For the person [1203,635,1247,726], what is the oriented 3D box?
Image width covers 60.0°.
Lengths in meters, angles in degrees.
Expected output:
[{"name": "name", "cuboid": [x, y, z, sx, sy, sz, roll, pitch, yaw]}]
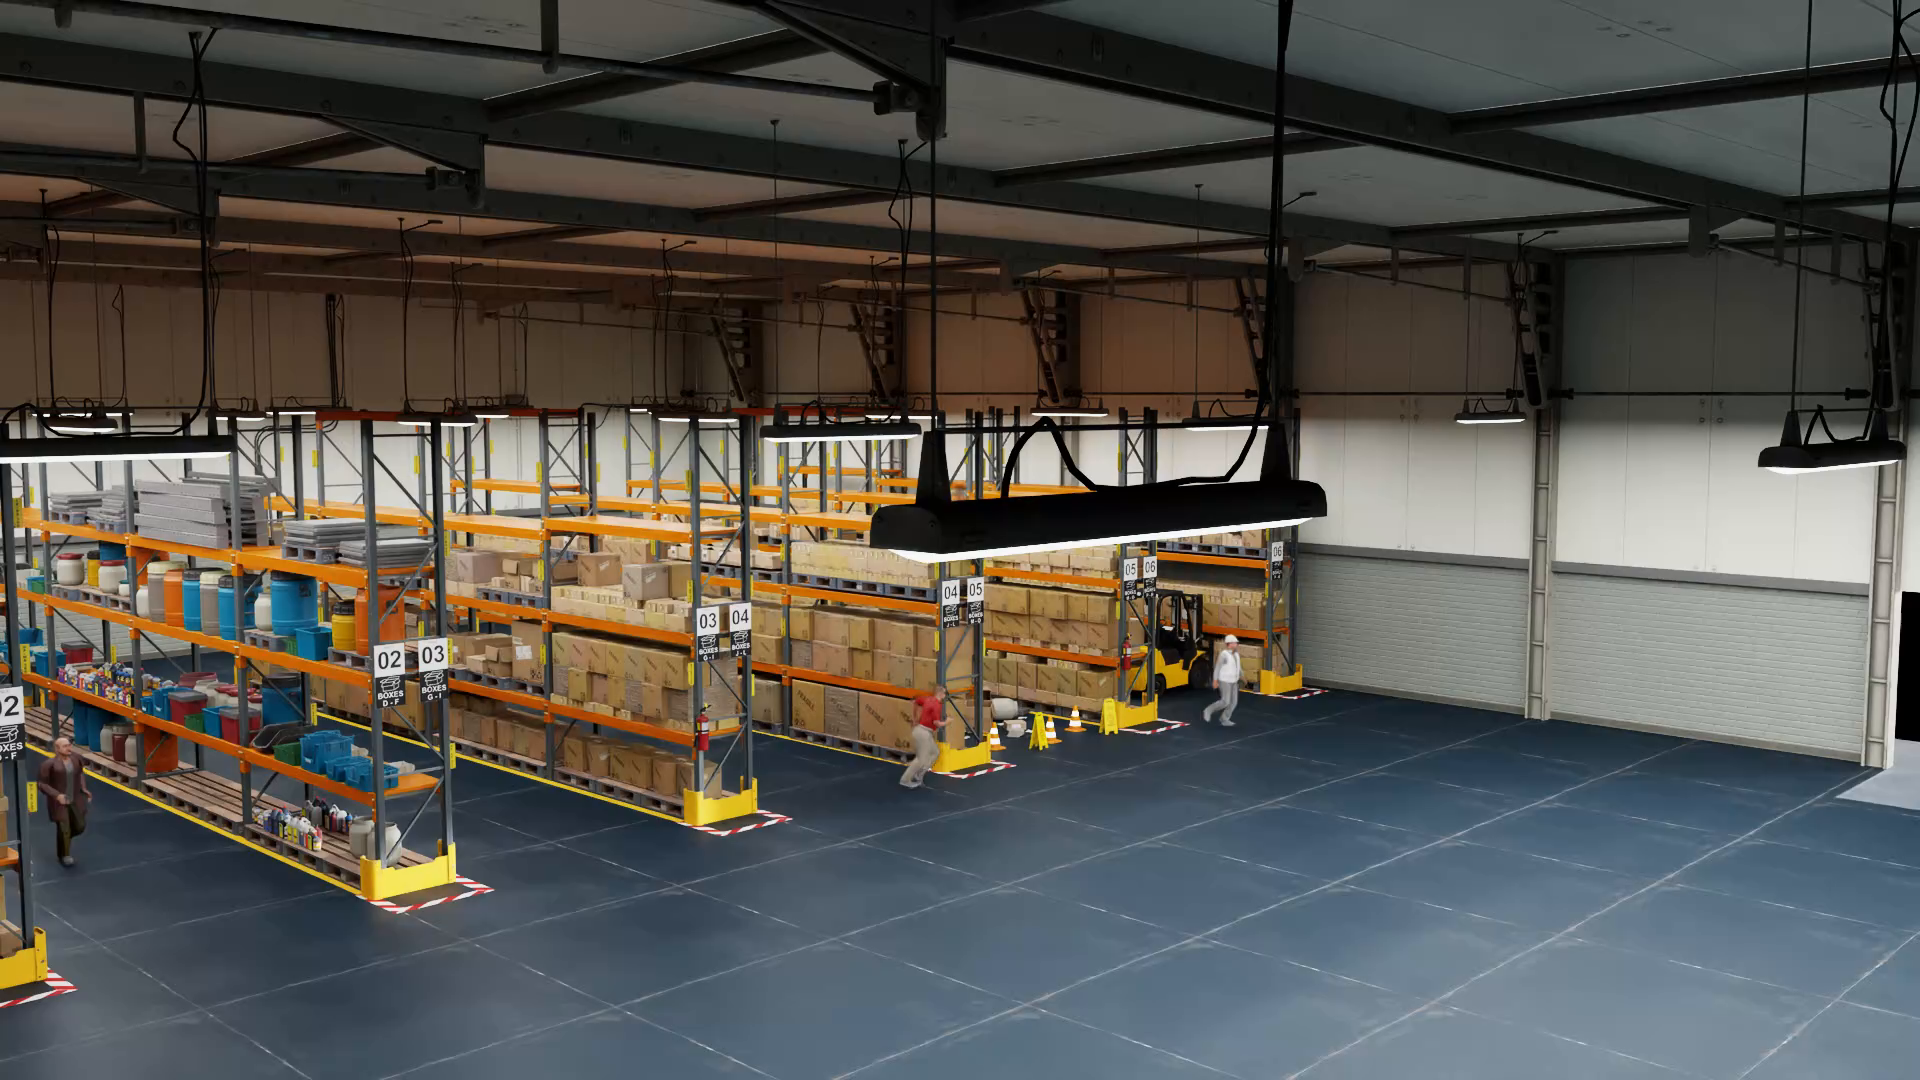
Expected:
[{"name": "person", "cuboid": [5.029, 2.662, 31.605, 0.676, 1.746, 0.693, 4, 7, 40]}]

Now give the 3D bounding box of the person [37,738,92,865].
[{"name": "person", "cuboid": [-12.031, 3.499, 22.327, 0.680, 1.724, 0.687, 3, 6, 34]}]

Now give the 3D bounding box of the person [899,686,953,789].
[{"name": "person", "cuboid": [-0.544, 3.166, 26.661, 0.893, 1.667, 0.664, -1, 5, -15]}]
